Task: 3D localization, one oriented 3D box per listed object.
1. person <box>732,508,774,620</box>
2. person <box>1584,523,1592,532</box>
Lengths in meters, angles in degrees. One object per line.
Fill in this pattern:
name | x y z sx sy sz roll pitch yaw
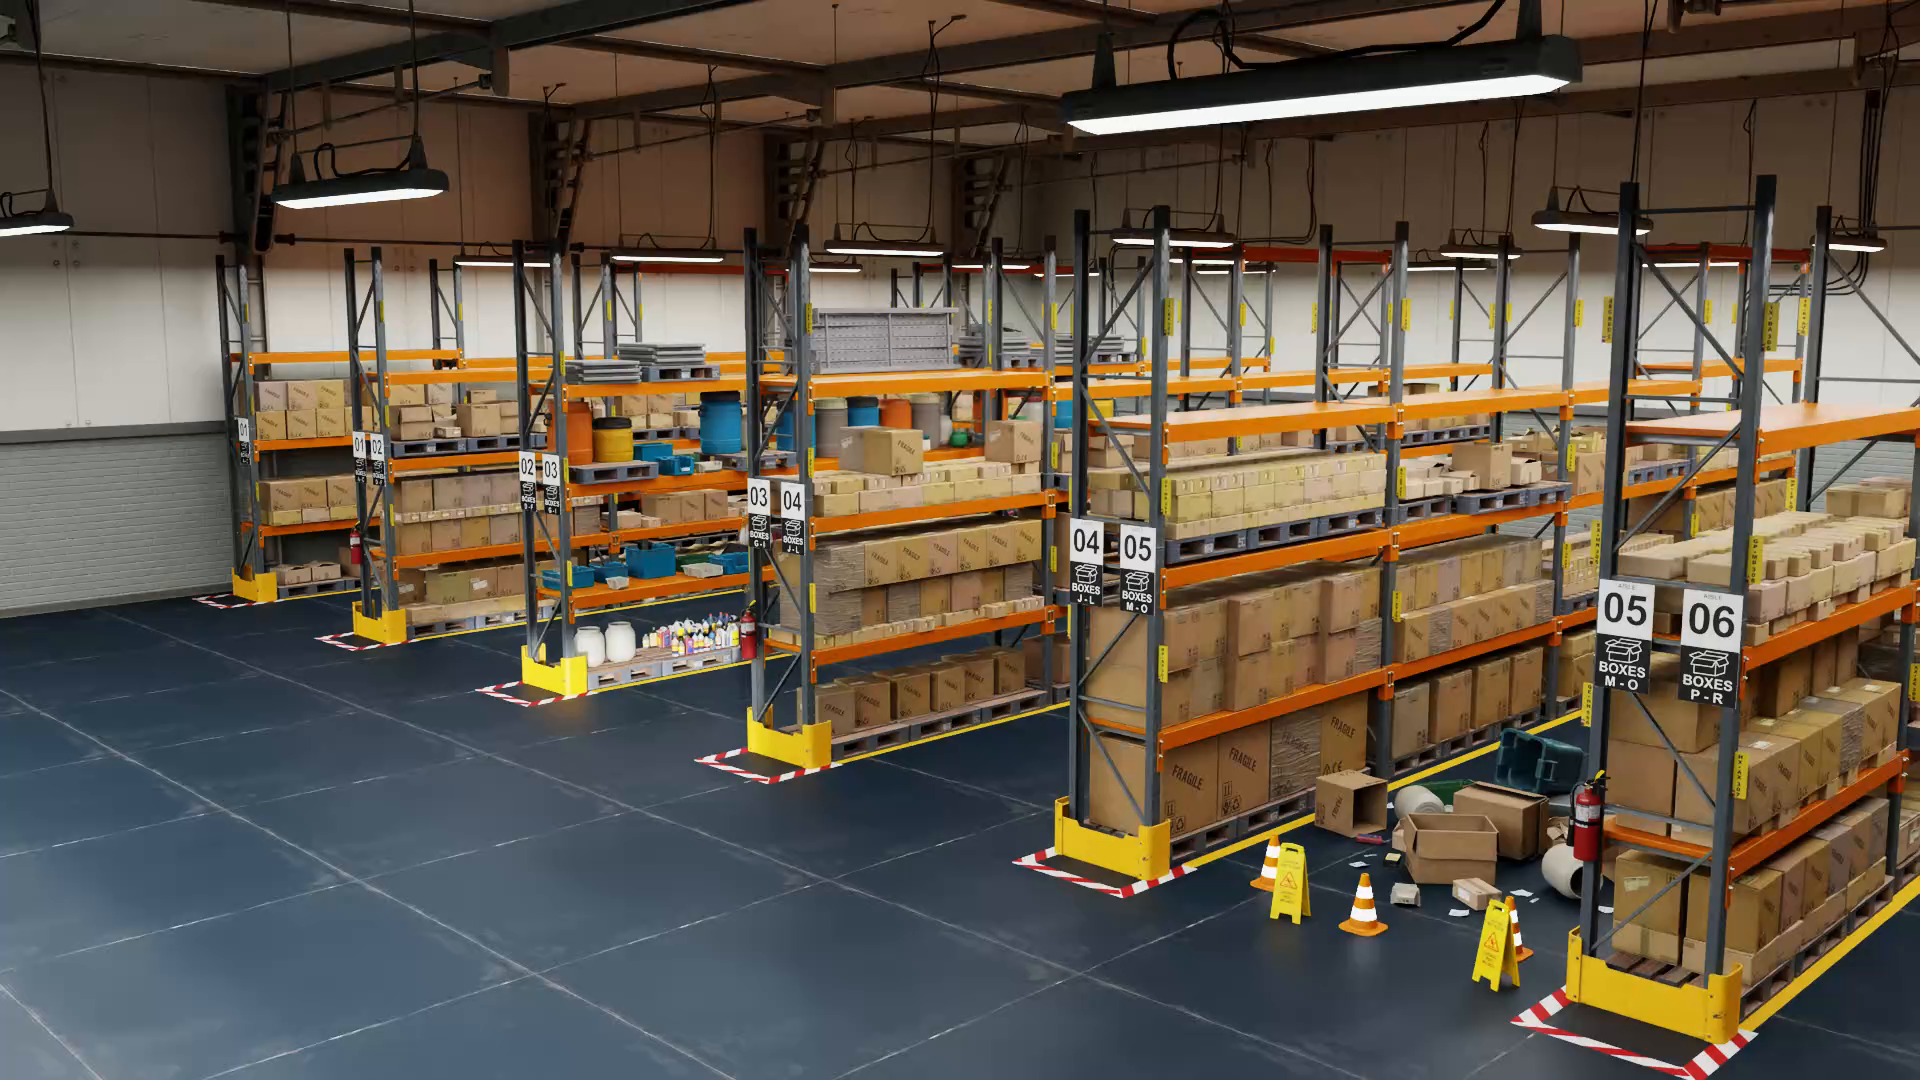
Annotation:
person | -3.310 0.351 26.833 0.886 1.805 0.610 -8 11 -44
person | 10.017 0.562 26.511 0.834 1.688 0.625 -6 10 -36
